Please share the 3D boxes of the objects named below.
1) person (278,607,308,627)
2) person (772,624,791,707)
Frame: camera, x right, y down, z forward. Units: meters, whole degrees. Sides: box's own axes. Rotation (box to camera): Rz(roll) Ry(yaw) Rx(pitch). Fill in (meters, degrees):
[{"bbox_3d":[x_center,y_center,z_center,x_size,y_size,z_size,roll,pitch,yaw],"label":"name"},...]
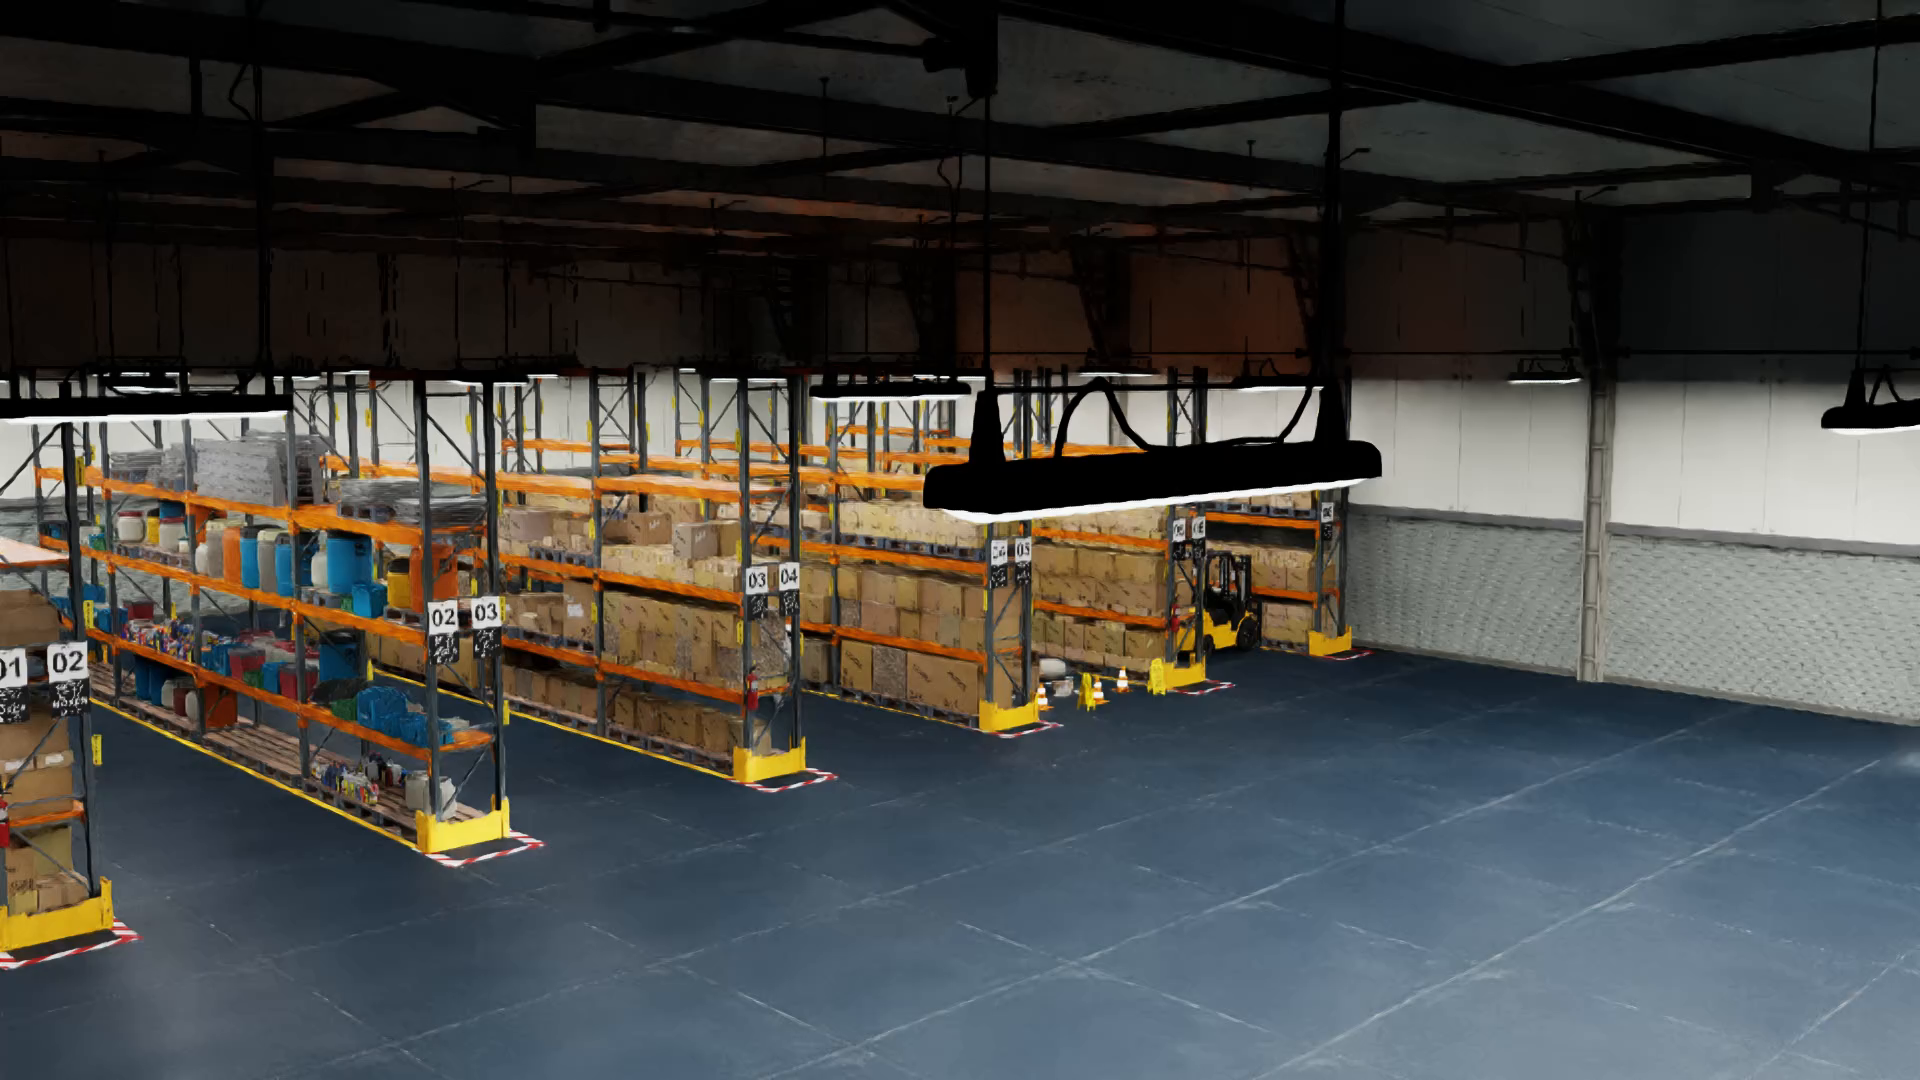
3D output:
[{"bbox_3d":[-15.348,1.145,38.374,0.810,1.712,0.689,3,7,27],"label":"person"},{"bbox_3d":[-3.245,2.096,29.921,0.566,1.722,0.949,-4,7,-29],"label":"person"}]
